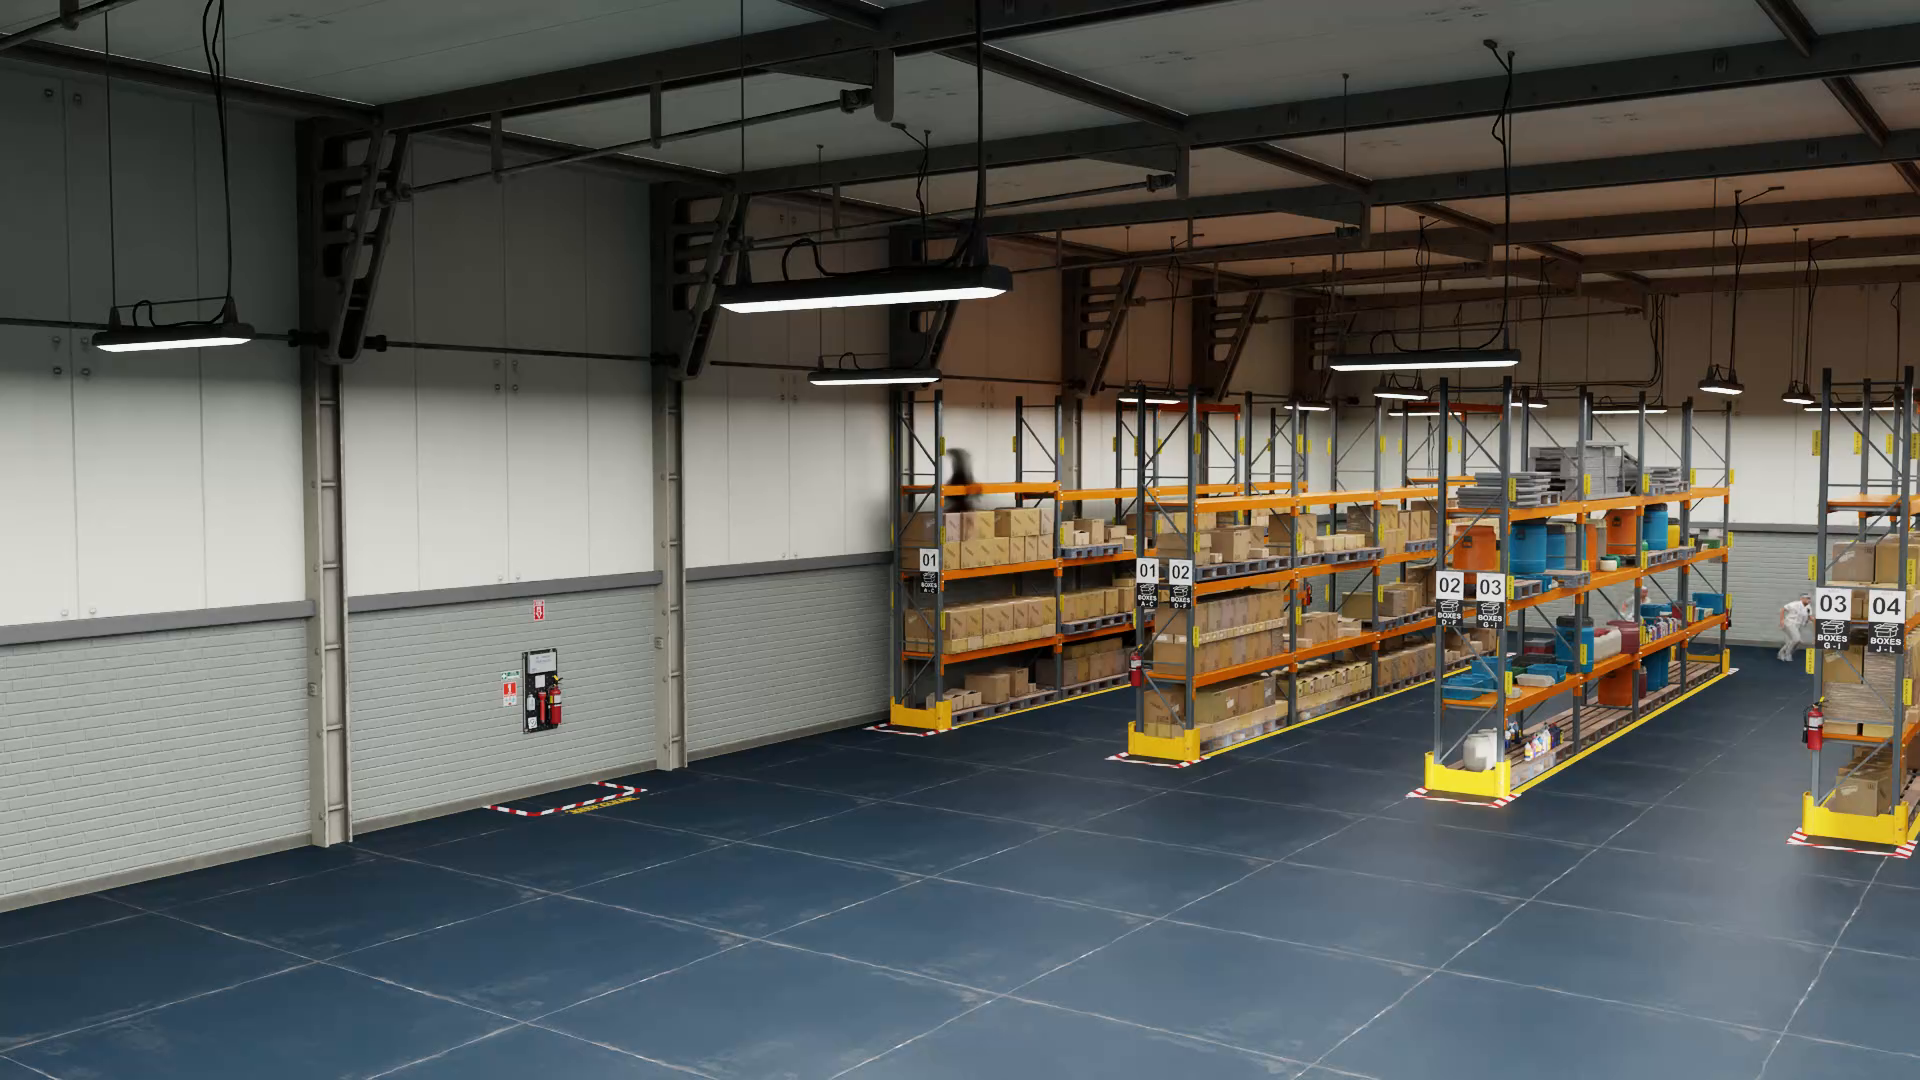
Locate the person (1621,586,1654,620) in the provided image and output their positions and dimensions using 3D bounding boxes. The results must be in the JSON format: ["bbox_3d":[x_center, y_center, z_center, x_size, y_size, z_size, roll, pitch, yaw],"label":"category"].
[{"bbox_3d":[16.116,1.942,39.685,0.786,1.720,0.673,-1,3,-19],"label":"person"}]

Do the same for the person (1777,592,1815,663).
[{"bbox_3d":[19.436,2.026,38.615,0.674,1.660,0.966,-2,4,-27],"label":"person"}]
